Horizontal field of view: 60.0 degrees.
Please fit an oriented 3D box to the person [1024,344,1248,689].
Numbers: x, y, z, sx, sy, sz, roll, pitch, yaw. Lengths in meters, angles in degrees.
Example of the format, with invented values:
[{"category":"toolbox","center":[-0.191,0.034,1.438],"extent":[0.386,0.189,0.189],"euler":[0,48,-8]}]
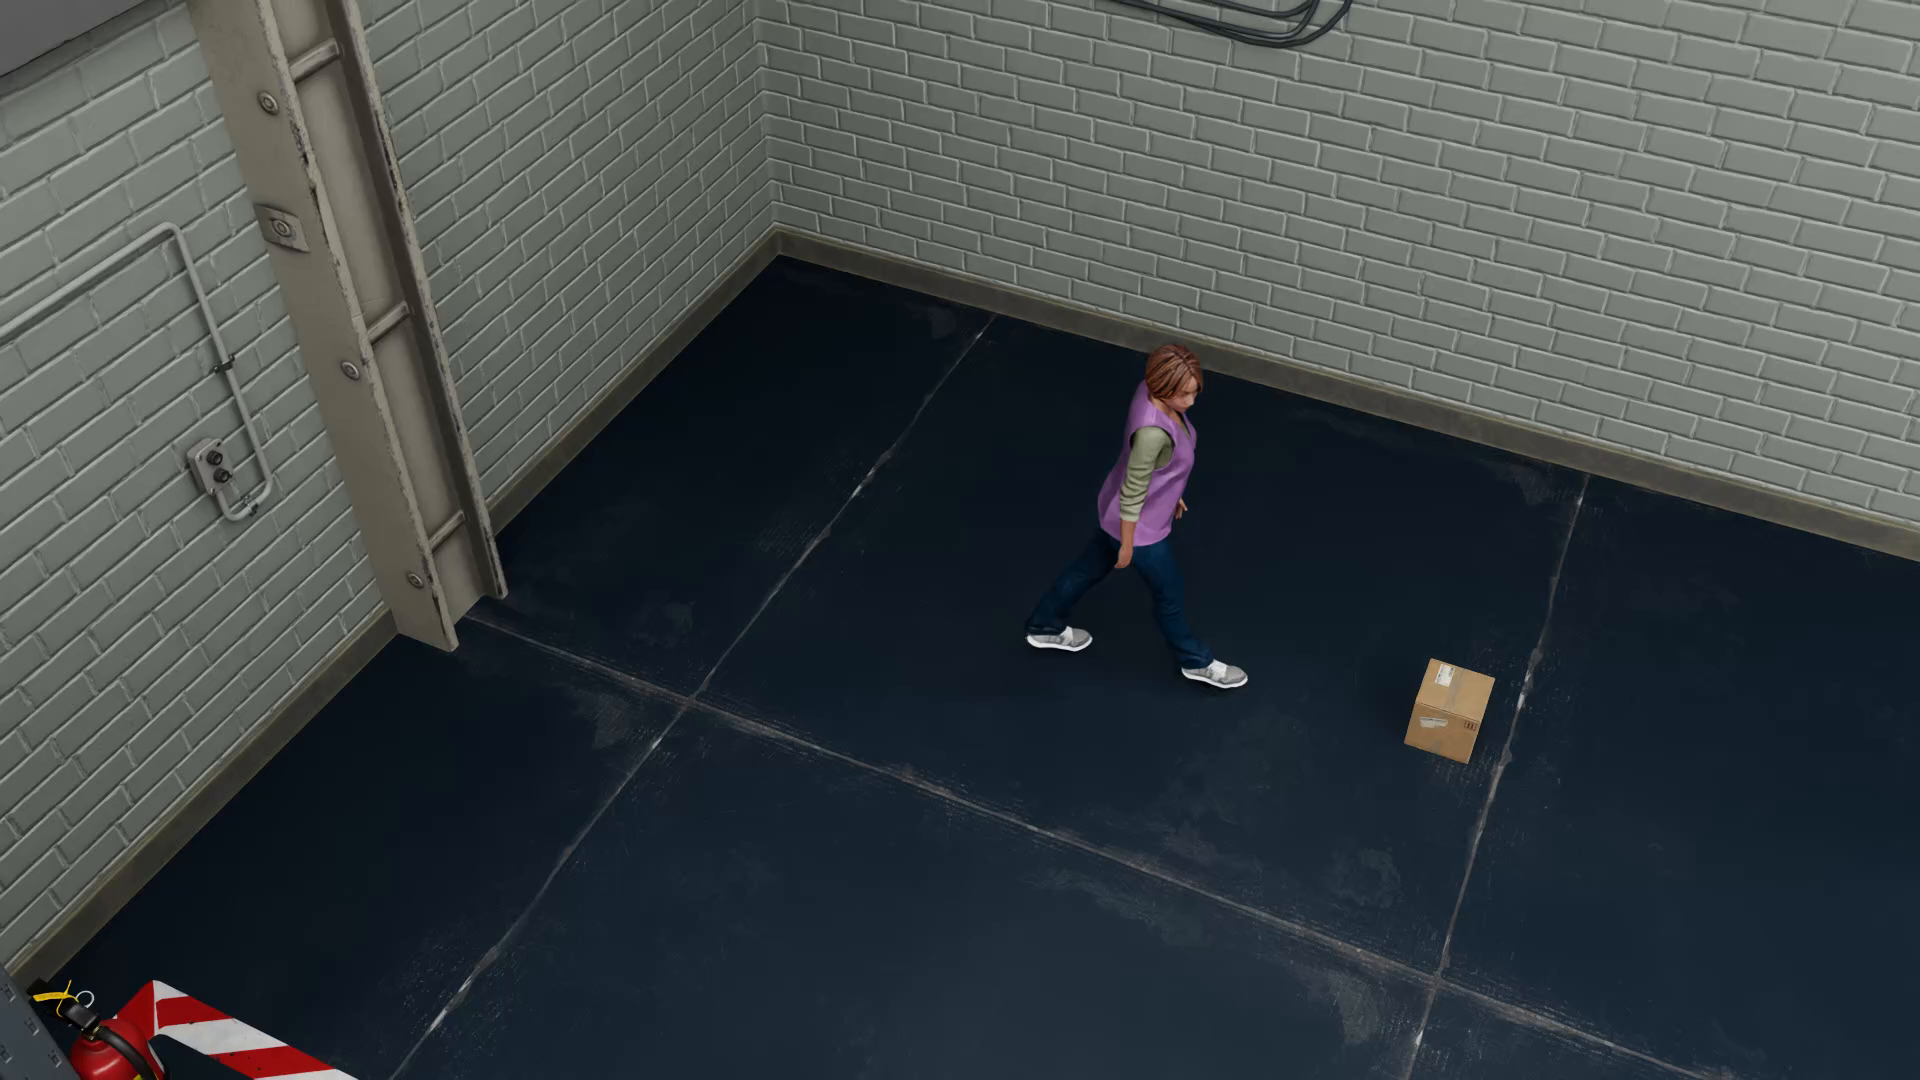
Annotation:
[{"category":"person","center":[0.707,-0.095,6.253],"extent":[0.897,1.543,0.425],"euler":[2,43,2]}]
